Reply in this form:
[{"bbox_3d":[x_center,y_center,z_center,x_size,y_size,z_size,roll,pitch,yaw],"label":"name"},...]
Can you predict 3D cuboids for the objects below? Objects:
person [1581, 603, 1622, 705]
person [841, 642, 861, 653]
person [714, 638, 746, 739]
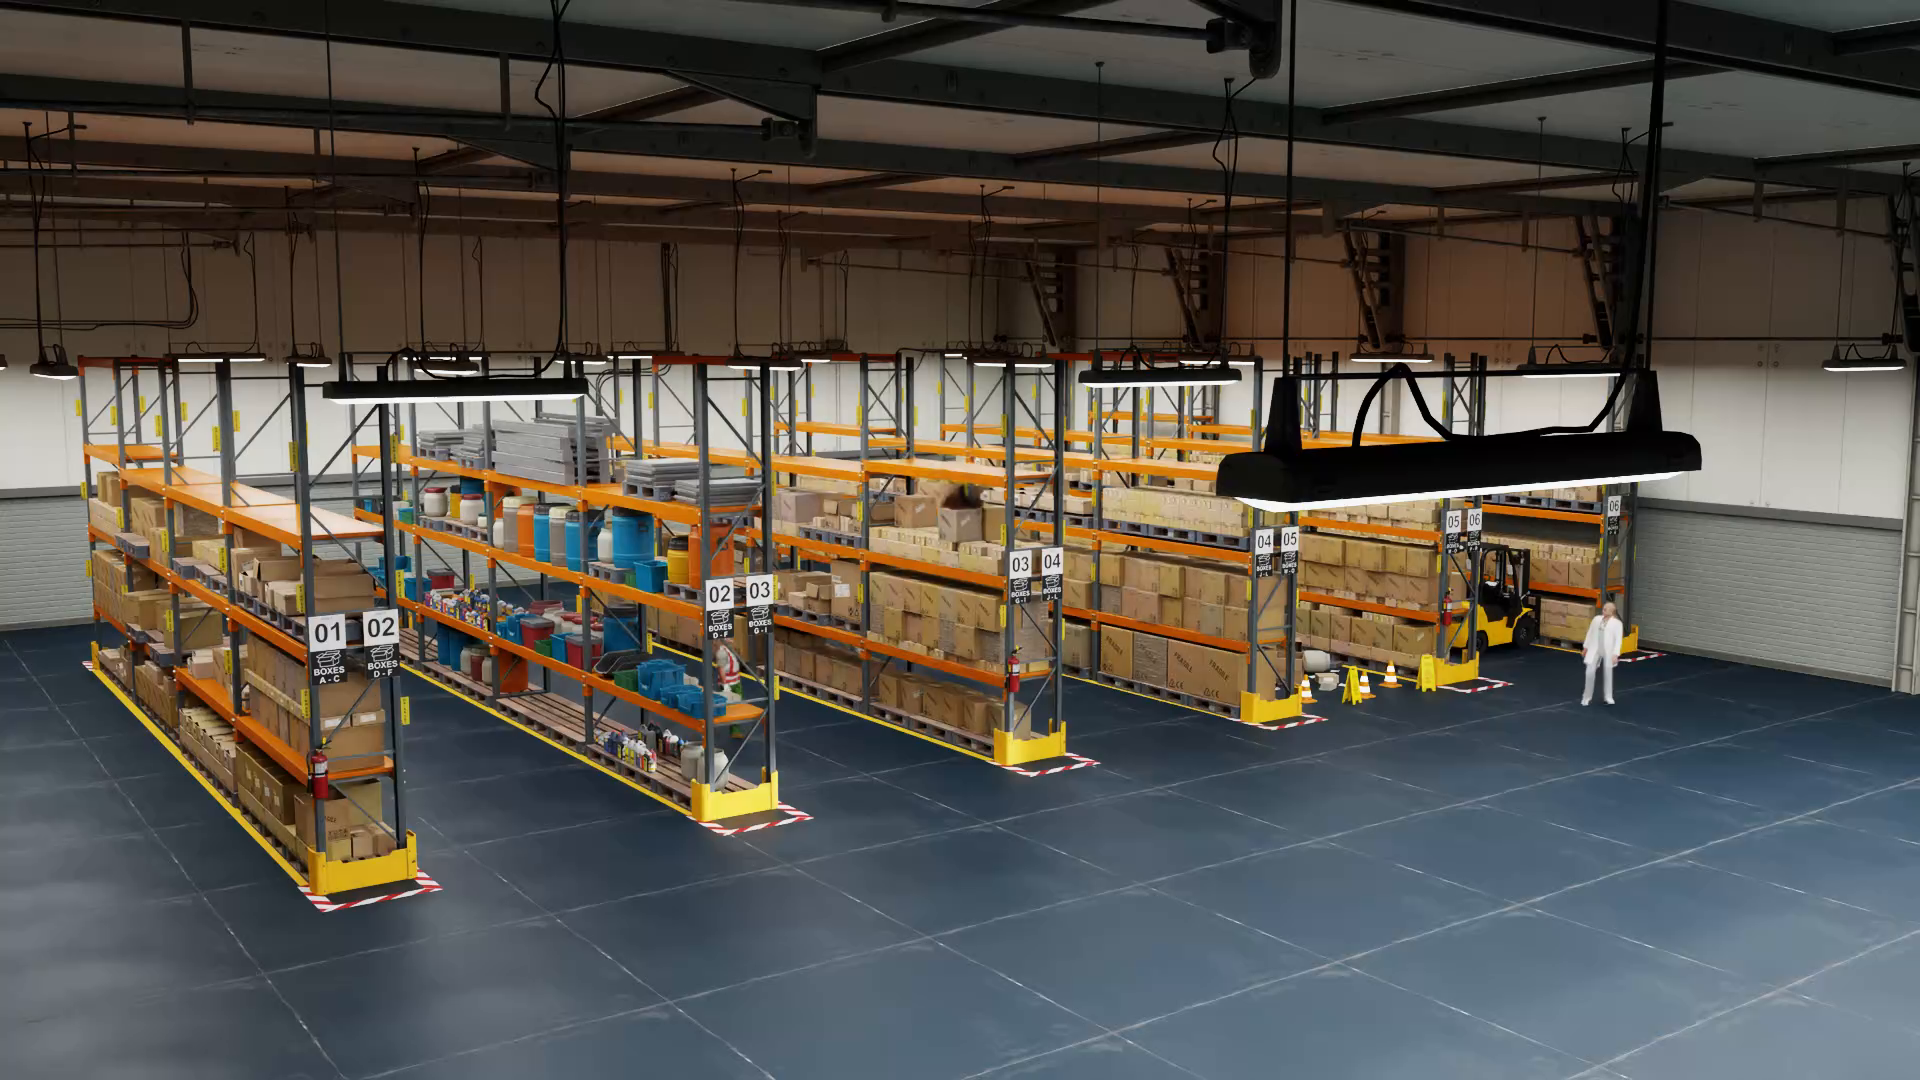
[{"bbox_3d":[11.105,2.006,28.799,0.645,1.855,0.581,3,8,23],"label":"person"},{"bbox_3d":[-2.115,1.444,33.249,0.588,1.736,1.091,-6,9,-39],"label":"person"},{"bbox_3d":[-3.699,2.269,26.270,0.702,1.758,0.574,3,8,24],"label":"person"}]
